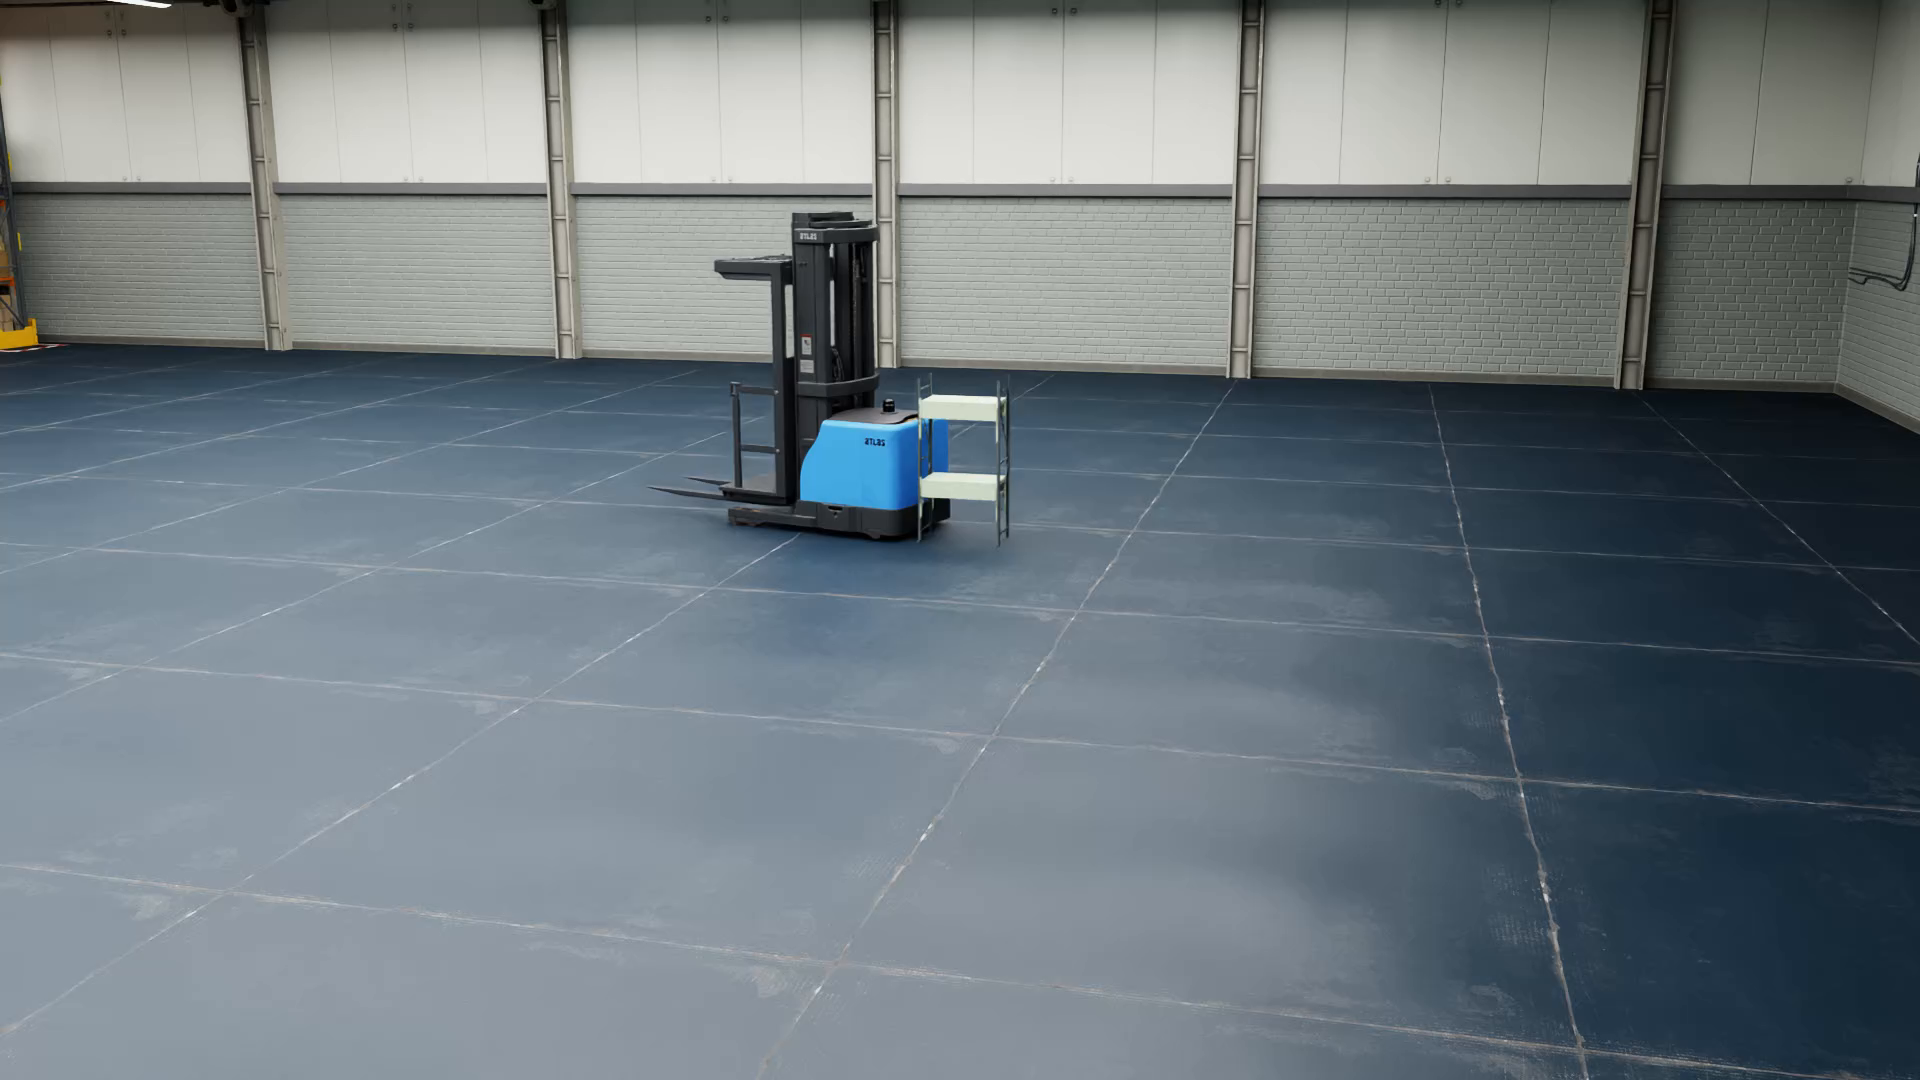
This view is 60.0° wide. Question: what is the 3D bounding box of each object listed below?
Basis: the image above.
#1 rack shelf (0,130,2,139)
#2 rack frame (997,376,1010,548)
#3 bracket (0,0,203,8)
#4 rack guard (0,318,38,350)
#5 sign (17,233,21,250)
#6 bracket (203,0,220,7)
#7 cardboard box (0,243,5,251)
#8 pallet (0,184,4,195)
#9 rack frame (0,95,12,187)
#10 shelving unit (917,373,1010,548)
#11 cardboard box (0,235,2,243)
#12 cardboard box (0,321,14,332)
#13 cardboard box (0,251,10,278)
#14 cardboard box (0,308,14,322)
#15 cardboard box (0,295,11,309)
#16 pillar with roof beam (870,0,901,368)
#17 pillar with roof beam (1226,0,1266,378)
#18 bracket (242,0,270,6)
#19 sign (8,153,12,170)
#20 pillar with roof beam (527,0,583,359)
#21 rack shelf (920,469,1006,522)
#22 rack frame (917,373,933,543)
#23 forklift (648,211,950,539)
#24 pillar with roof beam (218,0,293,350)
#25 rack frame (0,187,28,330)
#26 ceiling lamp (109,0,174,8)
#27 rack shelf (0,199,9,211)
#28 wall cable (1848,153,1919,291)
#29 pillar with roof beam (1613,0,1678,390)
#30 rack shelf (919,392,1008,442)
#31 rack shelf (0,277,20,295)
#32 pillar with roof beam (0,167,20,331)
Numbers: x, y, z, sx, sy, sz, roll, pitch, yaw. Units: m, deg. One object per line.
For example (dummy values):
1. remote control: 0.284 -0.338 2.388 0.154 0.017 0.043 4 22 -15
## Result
1. rack shelf: -20.202 -7.648 31.515 4.000 0.370 1.077 3 13 14
2. rack frame: 0.390 -0.707 14.956 0.023 1.500 0.400 3 13 14
3. bracket: -15.885 -9.843 30.513 4.783 0.066 0.076 3 13 14
4. rack guard: -18.237 -3.941 31.841 0.348 0.500 1.175 3 13 14
5. sign: -18.122 -5.740 31.998 0.005 0.325 0.100 3 13 14
6. bracket: -13.383 -9.709 29.910 0.430 0.232 0.235 3 13 14
7. cardboard box: -18.528 -5.600 31.820 0.250 0.149 0.380 3 13 12
8. pallet: -18.941 -6.626 31.450 1.213 0.211 1.003 3 13 14
9. rack frame: -18.261 -8.091 30.926 0.127 3.000 1.000 3 13 14
10. shelving unit: 0.036 -0.727 15.048 0.755 1.500 0.431 3 13 14
11. cardboard box: -18.536 -5.735 31.743 0.250 0.149 0.380 3 13 12
12. cardboard box: -18.691 -4.091 32.128 0.500 0.250 0.500 3 13 14
13. cardboard box: -18.675 -5.295 31.944 0.500 0.500 0.500 3 13 15
14. cardboard box: -18.667 -4.337 32.081 0.500 0.250 0.500 3 13 15
15. cardboard box: -18.682 -4.578 32.011 0.500 0.250 0.500 3 13 13
16. pillar with roof beam: -2.276 -6.477 23.652 0.548 9.000 9.100 3 13 14
17. pillar with roof beam: 3.549 -6.166 22.249 0.400 9.000 9.100 3 13 14
18. bracket: -12.578 -9.666 29.716 0.430 0.232 0.235 3 13 14
19. sign: -18.122 -7.208 31.672 0.005 0.325 0.100 3 13 14
20. pillar with roof beam: -8.102 -6.789 25.056 0.548 9.000 9.100 3 13 14
21. rack shelf: 0.036 -0.409 15.119 0.720 0.370 0.431 3 13 14
22. rack frame: -0.318 -0.747 15.140 0.023 1.500 0.400 3 13 14
23. forklift: -1.636 -1.646 15.887 3.031 2.935 1.130 7 14 28
24. pillar with roof beam: -13.927 -7.100 26.459 0.548 9.000 9.100 3 13 14
25. rack frame: -18.261 -5.162 31.576 0.127 3.000 1.000 3 13 14
26. ceiling lamp: -12.600 -9.780 25.060 0.800 3.185 2.000 3 13 14
27. rack shelf: -20.202 -6.379 31.796 4.000 0.370 1.077 3 13 14
28. wall cable: 12.949 -4.813 23.320 0.112 2.526 3.097 3 13 14
29. pillar with roof beam: 9.374 -5.854 20.845 0.400 9.000 9.100 3 13 14
30. rack shelf: 0.036 -1.108 14.963 0.720 0.370 0.431 3 13 14
31. rack shelf: -20.202 -4.915 32.121 4.000 0.370 1.077 3 13 14
32. pillar with roof beam: -19.752 -7.411 27.863 0.400 9.000 9.100 3 13 14
